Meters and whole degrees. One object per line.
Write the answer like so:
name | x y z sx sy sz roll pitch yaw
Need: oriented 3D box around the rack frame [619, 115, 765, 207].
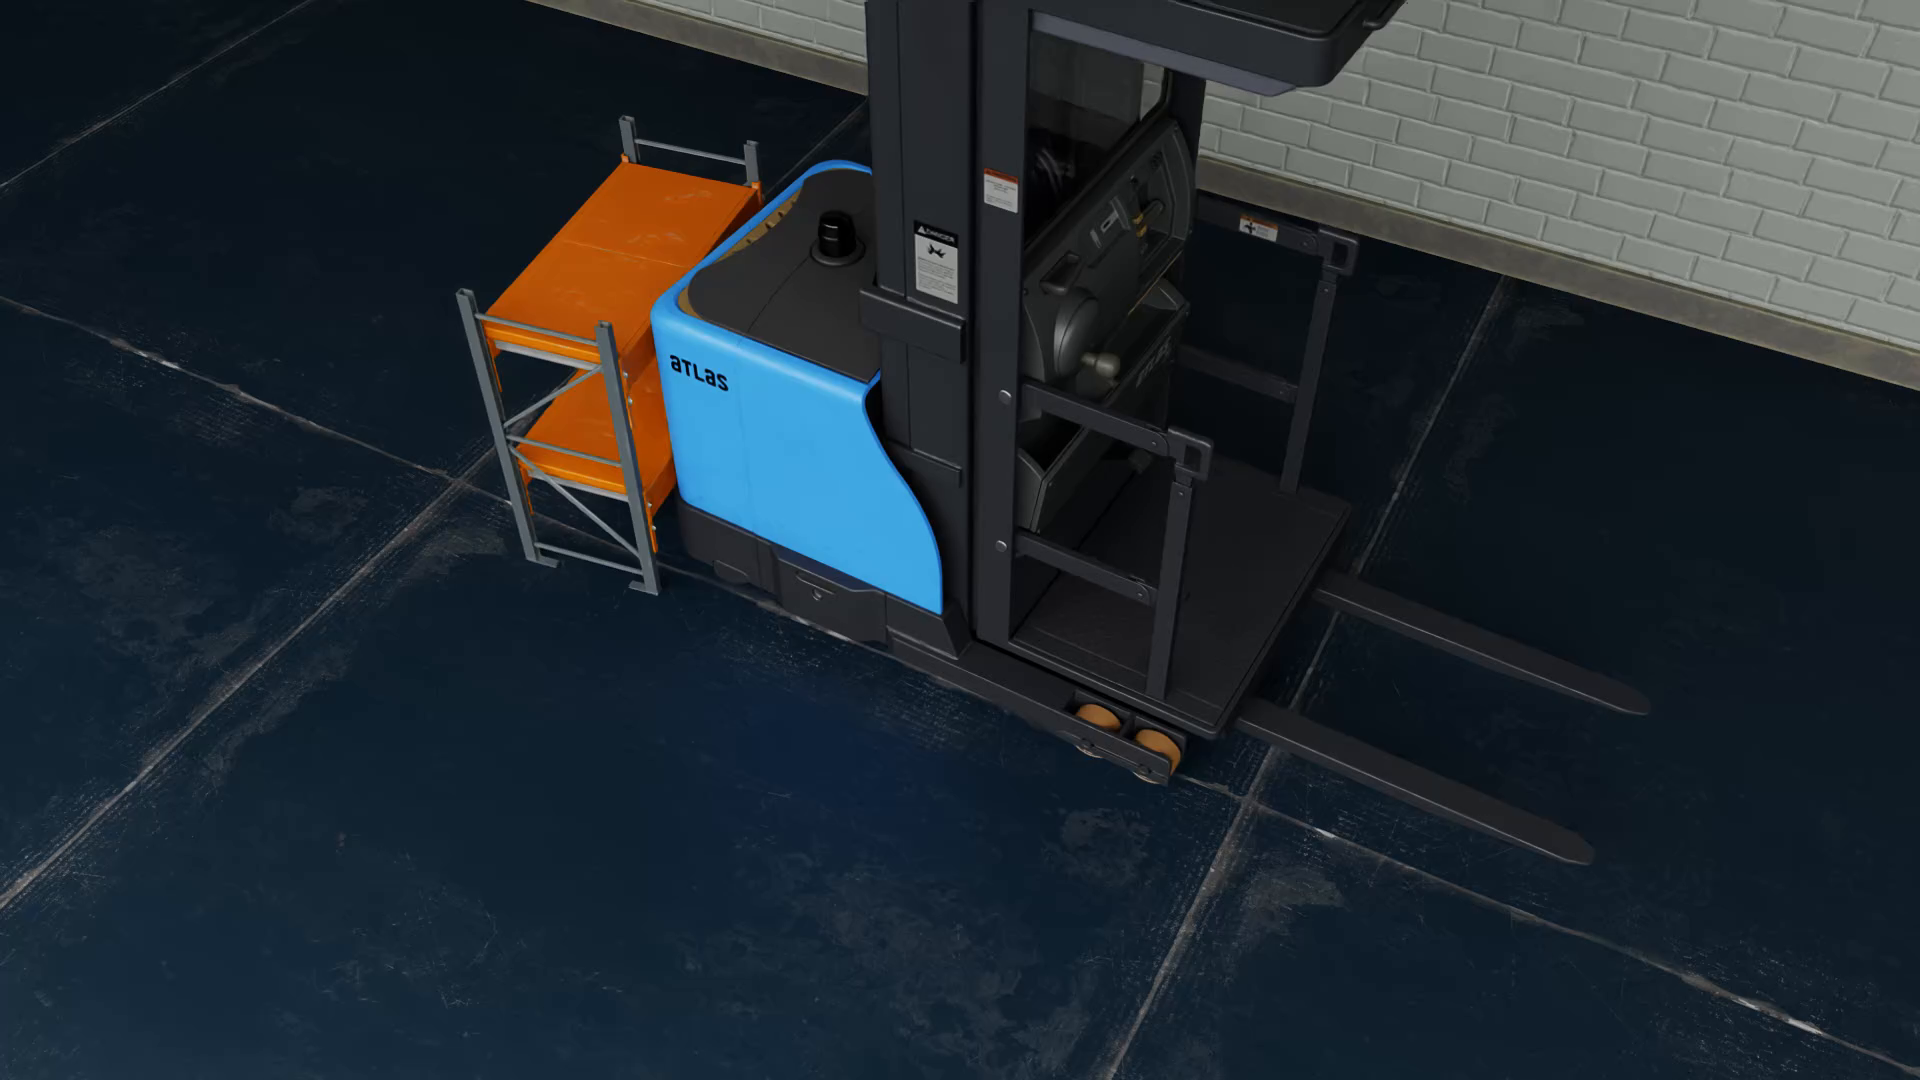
rack frame | -0.900 -0.960 5.908 0.500 1.125 0.032 14 47 14

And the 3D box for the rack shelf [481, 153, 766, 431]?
rack shelf | -1.071 -0.825 5.363 0.538 0.278 1.000 14 47 14

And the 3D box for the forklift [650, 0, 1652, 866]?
forklift | 0.590 -0.732 4.413 3.031 2.935 1.130 23 50 21

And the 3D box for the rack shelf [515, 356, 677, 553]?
rack shelf | -1.071 -0.448 5.745 0.538 0.278 1.000 14 47 14

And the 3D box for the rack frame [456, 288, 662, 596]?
rack frame | -1.242 -0.279 5.235 0.500 1.125 0.032 14 47 14

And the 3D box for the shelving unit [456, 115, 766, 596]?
shelving unit | -1.071 -0.619 5.571 0.538 1.125 1.048 14 47 14
